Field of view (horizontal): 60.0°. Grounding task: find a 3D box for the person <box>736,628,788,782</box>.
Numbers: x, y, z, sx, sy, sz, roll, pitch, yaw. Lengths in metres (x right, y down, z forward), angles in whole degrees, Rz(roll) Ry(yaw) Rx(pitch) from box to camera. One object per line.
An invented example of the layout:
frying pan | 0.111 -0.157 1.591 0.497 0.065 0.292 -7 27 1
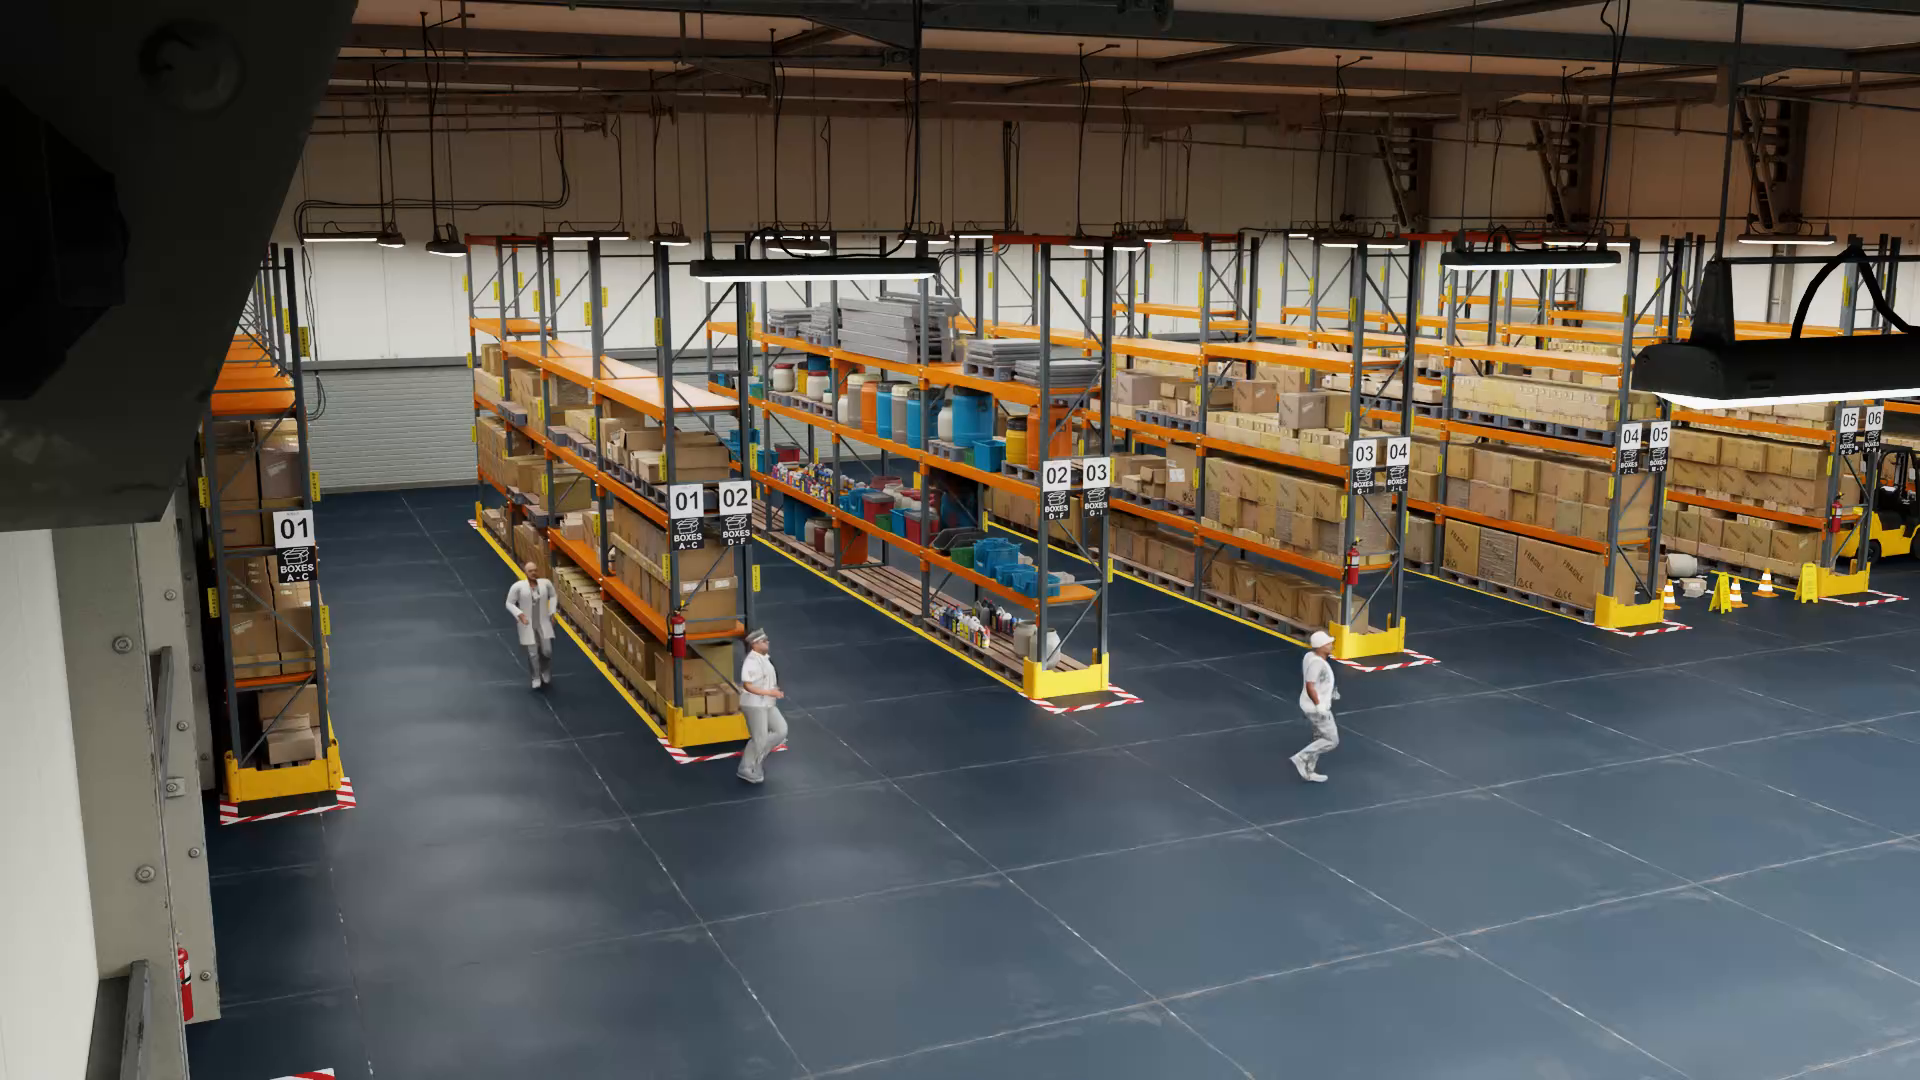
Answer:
person | -2.231 1.864 18.931 0.594 1.763 0.666 2 11 12

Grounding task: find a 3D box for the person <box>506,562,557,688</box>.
person | -5.769 1.164 22.542 0.716 1.744 0.618 -5 12 -23

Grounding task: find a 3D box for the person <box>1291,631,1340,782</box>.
person | 4.041 1.885 18.833 0.590 1.746 0.695 0 11 1

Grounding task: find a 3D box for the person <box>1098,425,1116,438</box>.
person | 3.750 -2.577 41.702 0.881 1.797 0.688 -7 13 -32
